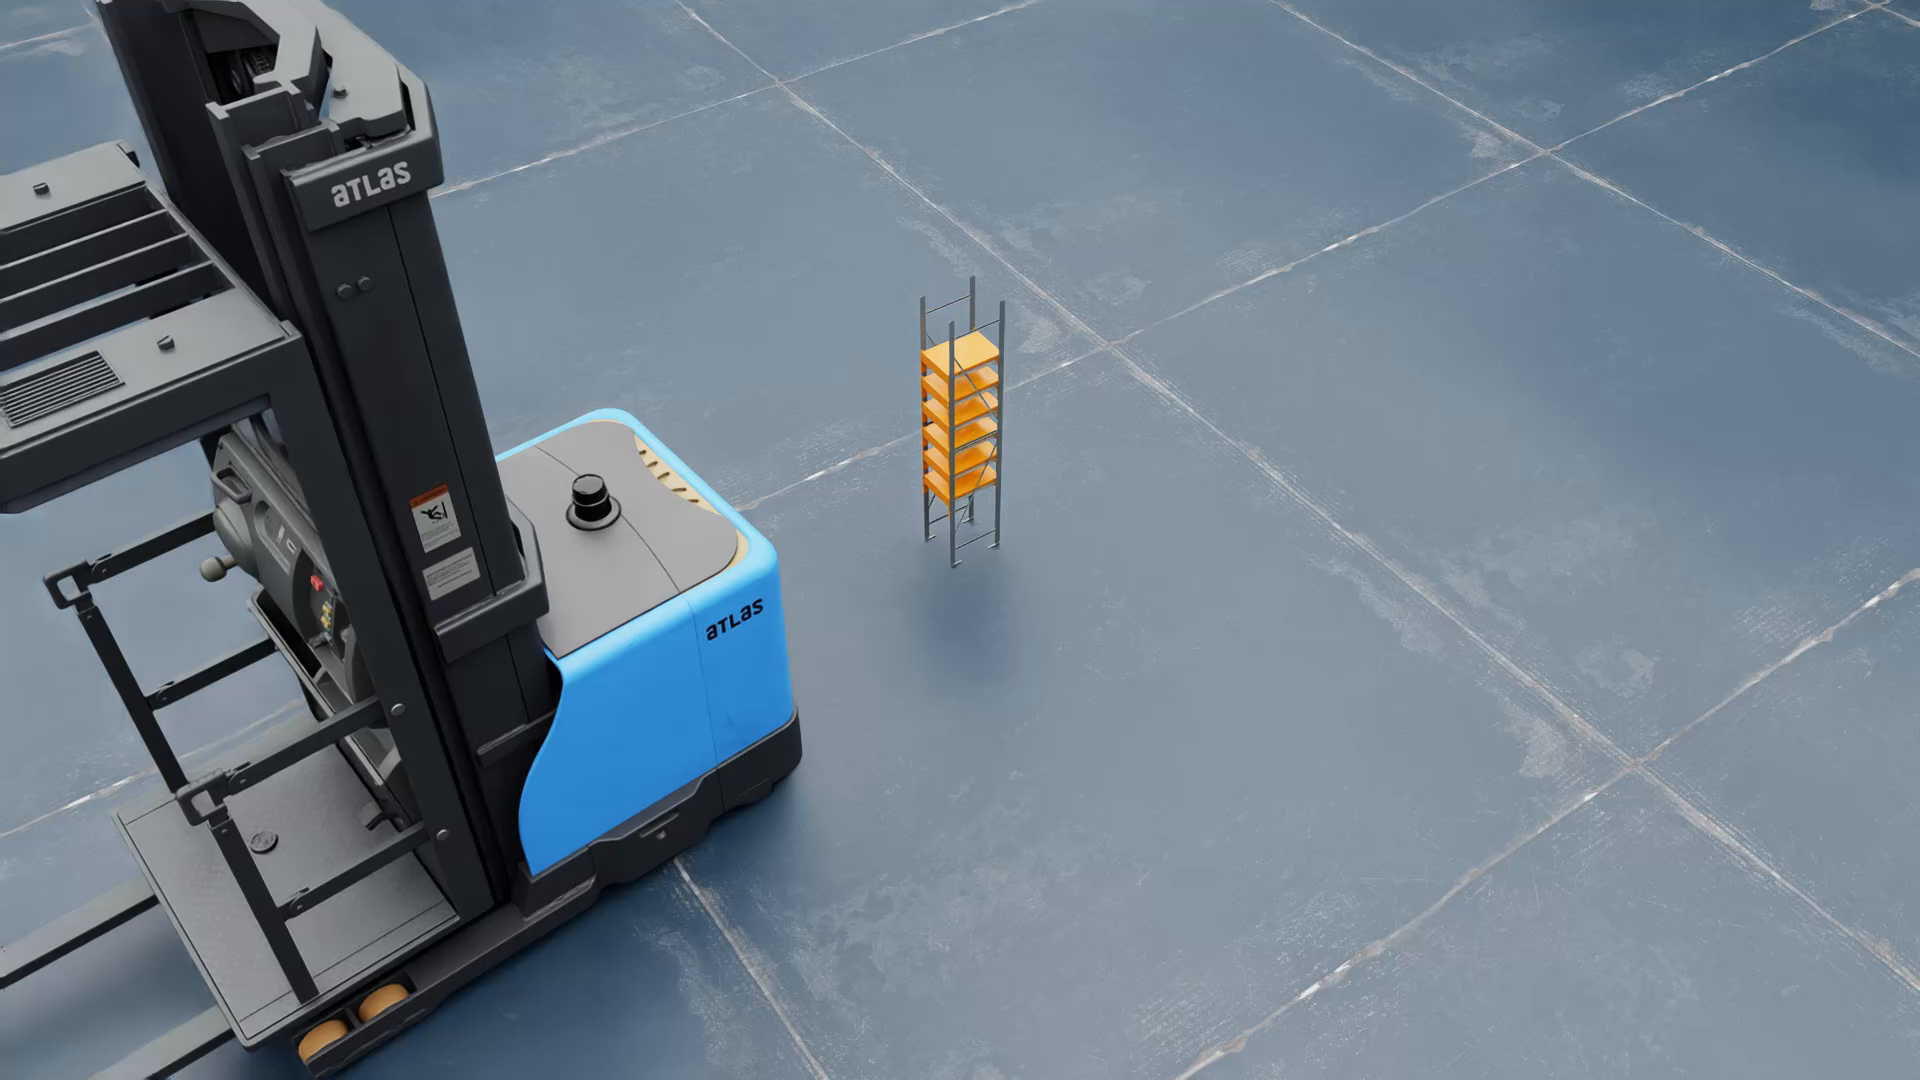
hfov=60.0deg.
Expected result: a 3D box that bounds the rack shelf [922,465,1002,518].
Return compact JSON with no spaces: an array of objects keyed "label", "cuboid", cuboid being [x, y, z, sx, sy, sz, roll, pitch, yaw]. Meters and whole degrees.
[{"label":"rack shelf","cuboid":[0.008,-0.220,6.524,0.258,0.103,0.180,-26,49,-24]}]

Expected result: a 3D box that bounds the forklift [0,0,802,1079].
[{"label":"forklift","cuboid":[-2.011,0.146,4.474,3.031,2.935,1.130,-30,51,-28]}]

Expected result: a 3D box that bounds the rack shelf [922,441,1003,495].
[{"label":"rack shelf","cuboid":[0.008,-0.307,6.441,0.258,0.103,0.180,-26,49,-24]}]

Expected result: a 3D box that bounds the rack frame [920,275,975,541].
[{"label":"rack frame","cuboid":[-0.044,-0.478,6.381,0.240,1.200,0.006,-26,49,-24]}]

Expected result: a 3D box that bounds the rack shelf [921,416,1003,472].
[{"label":"rack shelf","cuboid":[0.008,-0.394,6.358,0.258,0.103,0.180,-26,49,-24]}]

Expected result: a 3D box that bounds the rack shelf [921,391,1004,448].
[{"label":"rack shelf","cuboid":[0.008,-0.480,6.275,0.258,0.103,0.180,-26,49,-24]}]

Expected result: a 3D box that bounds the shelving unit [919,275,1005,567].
[{"label":"shelving unit","cuboid":[0.008,-0.426,6.327,0.258,1.200,0.189,-26,49,-24]}]

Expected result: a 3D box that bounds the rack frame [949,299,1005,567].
[{"label":"rack frame","cuboid":[0.061,-0.374,6.273,0.240,1.200,0.006,-26,49,-24]}]

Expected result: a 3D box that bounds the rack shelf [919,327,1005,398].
[{"label":"rack shelf","cuboid":[0.008,-0.654,6.109,0.258,0.103,0.180,-26,49,-24]}]

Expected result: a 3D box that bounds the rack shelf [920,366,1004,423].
[{"label":"rack shelf","cuboid":[0.008,-0.567,6.192,0.258,0.103,0.180,-26,49,-24]}]
